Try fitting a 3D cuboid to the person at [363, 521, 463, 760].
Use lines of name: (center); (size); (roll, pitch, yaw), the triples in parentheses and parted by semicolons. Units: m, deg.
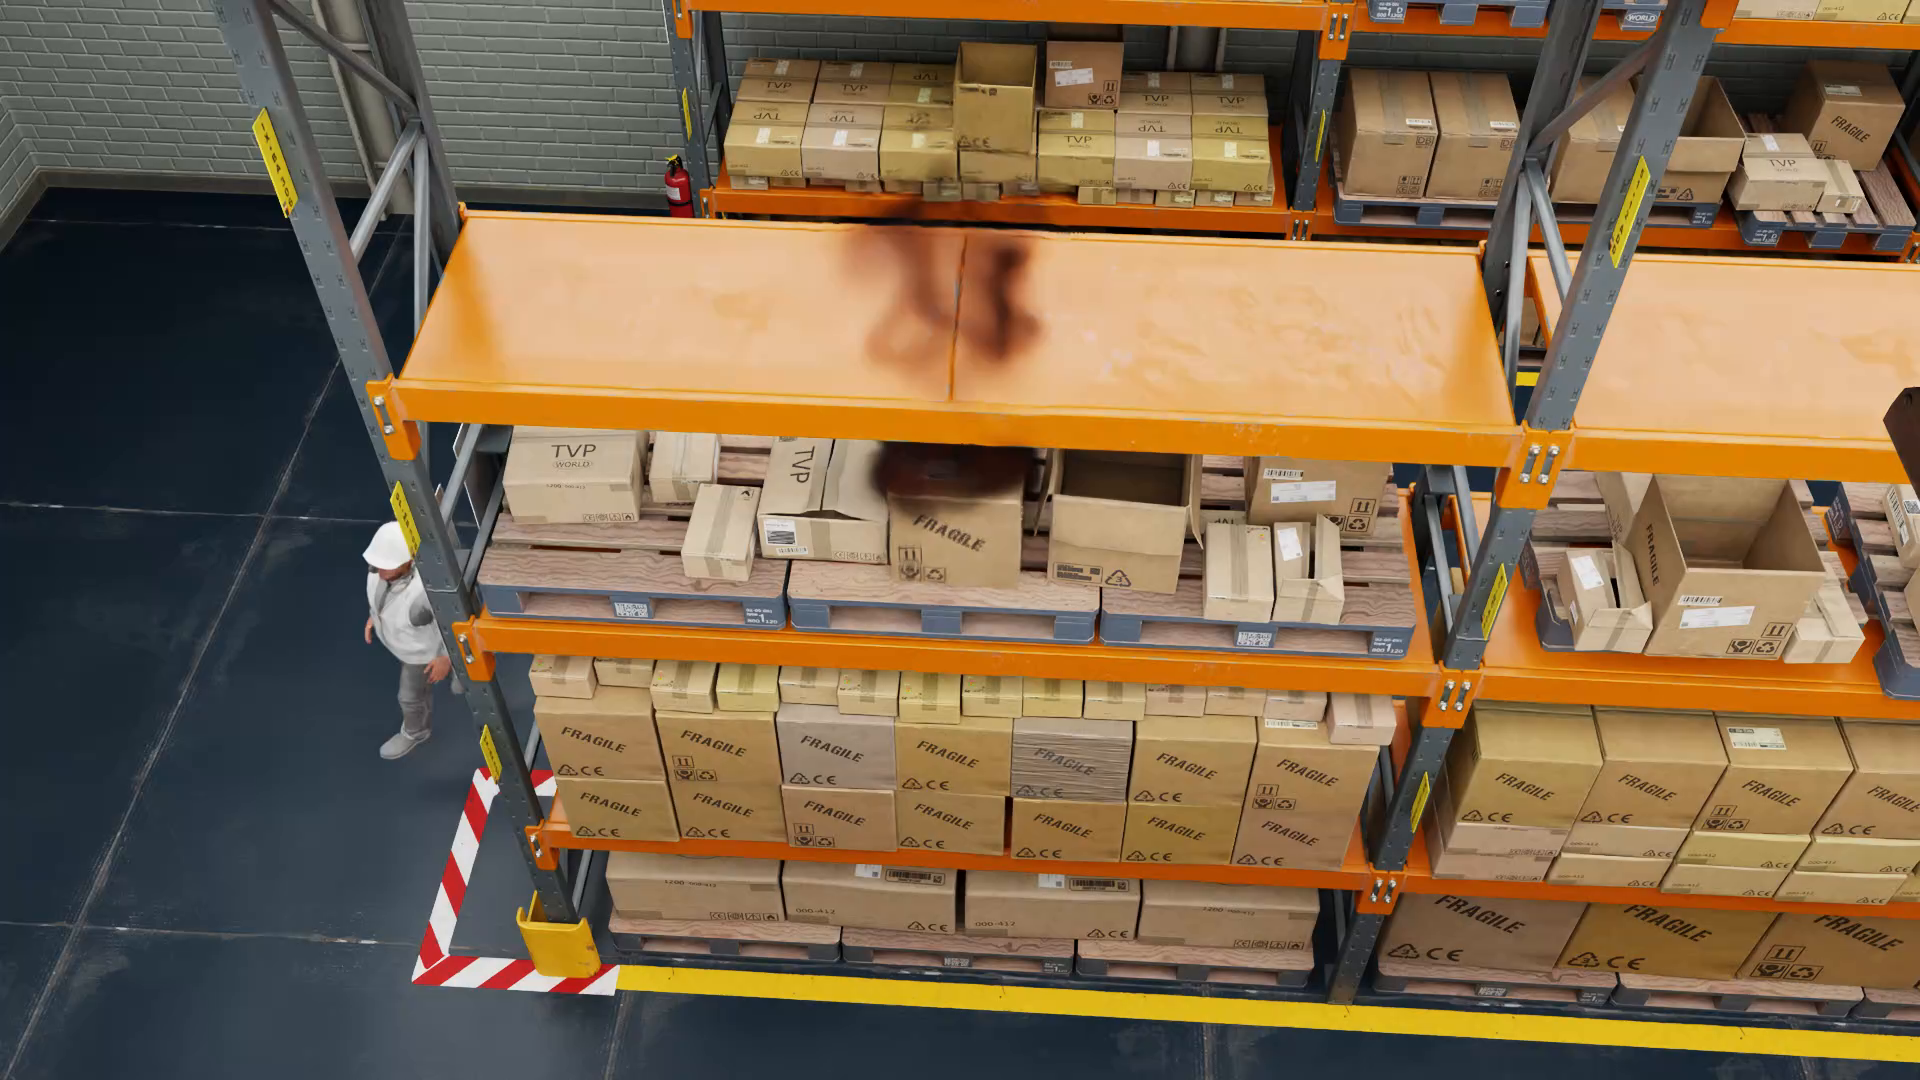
person: (-2.807, 0.530, 8.720); (0.713, 1.794, 0.767); (32, 55, 26)
